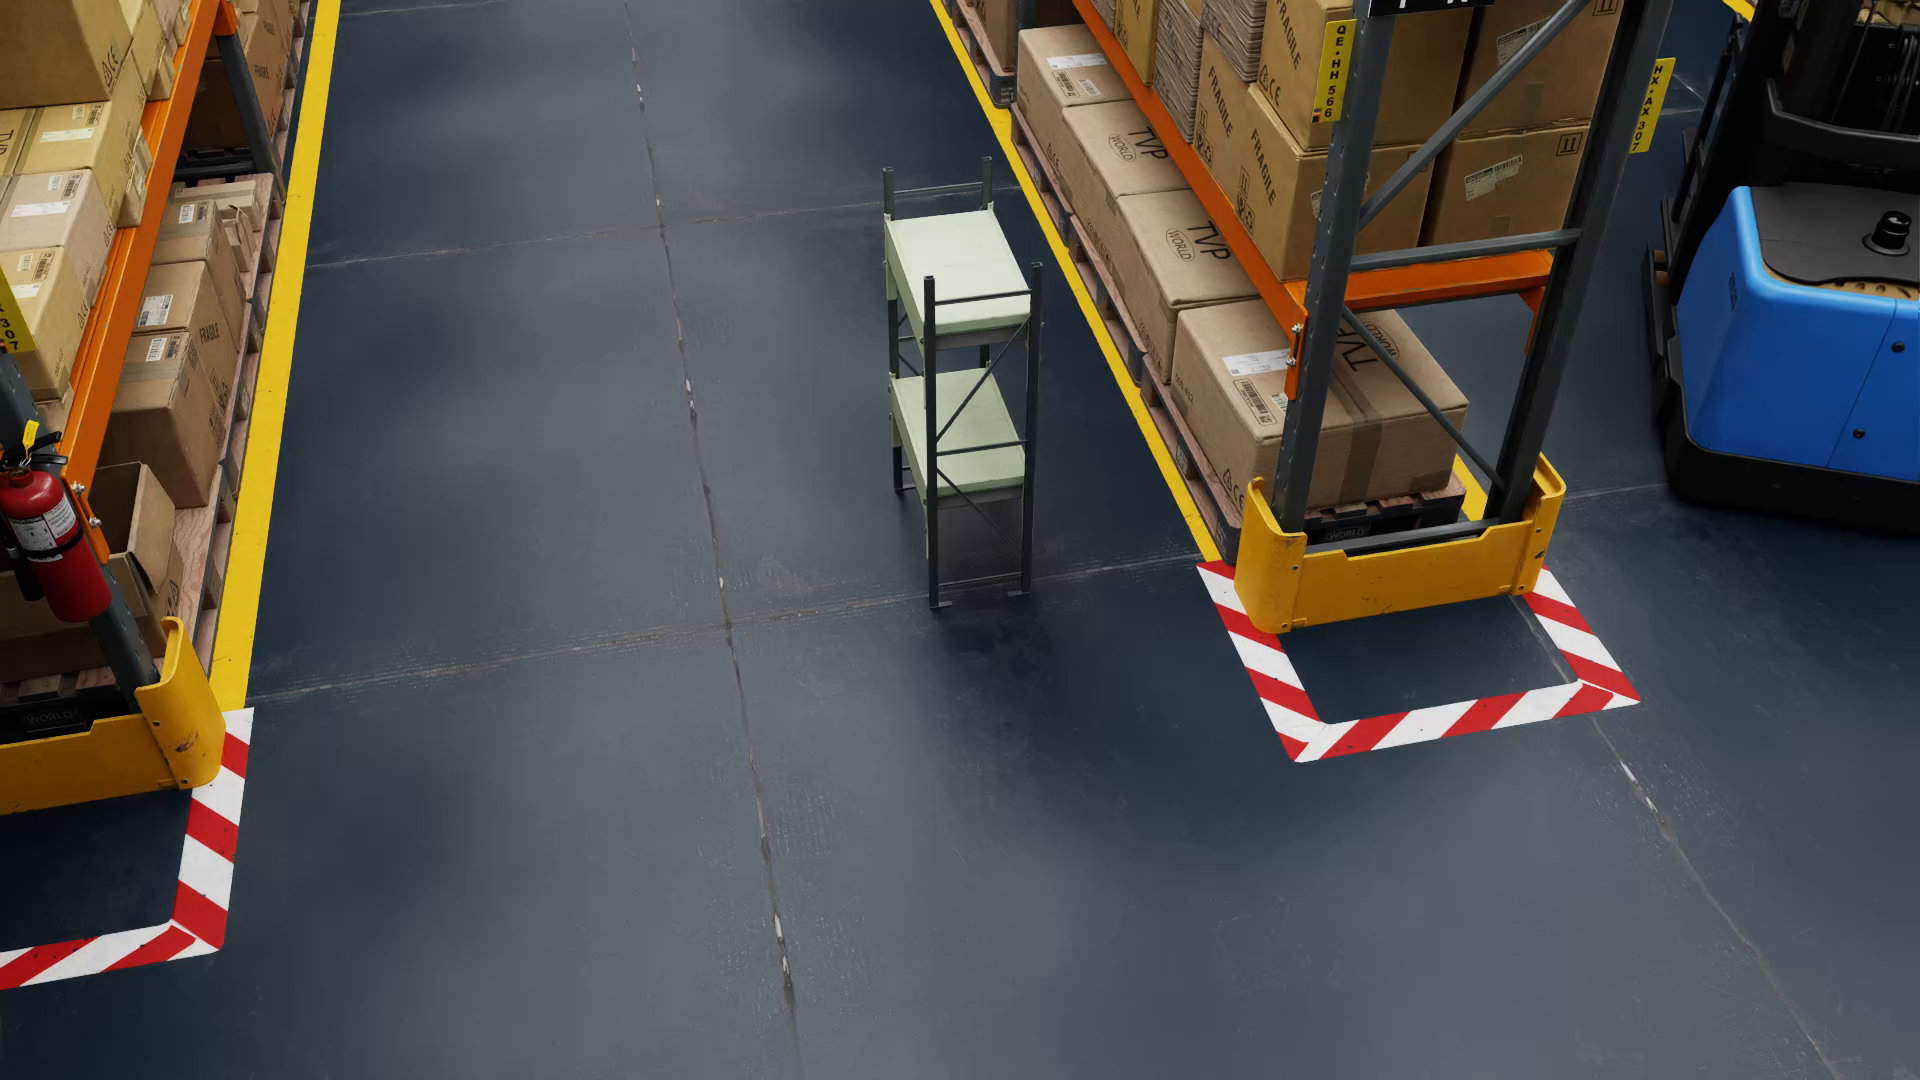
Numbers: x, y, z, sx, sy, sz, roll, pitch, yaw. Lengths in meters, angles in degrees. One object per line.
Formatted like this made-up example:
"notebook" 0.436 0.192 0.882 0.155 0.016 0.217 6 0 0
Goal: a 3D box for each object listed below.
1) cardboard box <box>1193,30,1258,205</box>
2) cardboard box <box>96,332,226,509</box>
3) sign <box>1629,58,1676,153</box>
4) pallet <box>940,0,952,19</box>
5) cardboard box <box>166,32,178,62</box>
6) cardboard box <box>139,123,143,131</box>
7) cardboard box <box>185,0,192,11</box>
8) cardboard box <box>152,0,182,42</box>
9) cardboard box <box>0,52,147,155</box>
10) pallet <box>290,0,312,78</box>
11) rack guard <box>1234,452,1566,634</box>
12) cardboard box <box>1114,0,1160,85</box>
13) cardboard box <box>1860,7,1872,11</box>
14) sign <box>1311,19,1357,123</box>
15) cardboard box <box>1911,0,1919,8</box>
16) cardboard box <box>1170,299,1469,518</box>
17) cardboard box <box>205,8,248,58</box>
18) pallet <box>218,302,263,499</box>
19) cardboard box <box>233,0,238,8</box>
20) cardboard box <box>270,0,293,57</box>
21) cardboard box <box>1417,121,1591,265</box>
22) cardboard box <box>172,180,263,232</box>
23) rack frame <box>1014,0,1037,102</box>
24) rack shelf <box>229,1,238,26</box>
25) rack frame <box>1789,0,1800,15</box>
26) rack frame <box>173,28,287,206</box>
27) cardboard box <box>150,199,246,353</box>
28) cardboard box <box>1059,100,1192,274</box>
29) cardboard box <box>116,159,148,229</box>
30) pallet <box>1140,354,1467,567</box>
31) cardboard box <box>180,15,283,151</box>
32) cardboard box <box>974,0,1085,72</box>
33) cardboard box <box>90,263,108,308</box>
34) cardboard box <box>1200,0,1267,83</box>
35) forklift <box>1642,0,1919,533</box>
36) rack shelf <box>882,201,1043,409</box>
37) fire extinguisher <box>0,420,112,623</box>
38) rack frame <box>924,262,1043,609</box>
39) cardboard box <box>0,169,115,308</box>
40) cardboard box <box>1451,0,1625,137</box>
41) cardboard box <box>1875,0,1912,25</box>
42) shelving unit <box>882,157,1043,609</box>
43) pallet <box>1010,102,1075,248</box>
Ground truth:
"cardboard box" 1.211 -1.603 6.222 0.500 0.500 0.500 -9 42 -10
"cardboard box" -3.364 -0.442 6.555 0.700 0.500 0.500 -7 42 -8
"sign" 2.211 -1.393 5.348 0.100 0.325 0.005 -8 42 -9
"pallet" 0.297 -3.796 10.867 1.003 0.211 1.213 -8 42 -9
"cardboard box" -3.539 -2.074 7.016 0.380 0.149 0.250 -7 42 -8
"cardboard box" -3.411 -1.576 6.455 0.380 0.149 0.250 -8 42 -9
"cardboard box" -3.649 -2.413 7.398 0.380 0.149 0.250 -7 42 -8
"cardboard box" -3.571 -2.280 6.948 0.500 0.250 0.500 -8 42 -9
"cardboard box" -3.366 -1.621 6.206 0.500 0.250 0.500 -9 42 -10
"pallet" -4.521 -3.114 10.099 1.003 0.211 1.213 -8 42 -9
"rack guard" 1.673 -0.013 6.389 1.175 0.500 0.348 -8 42 -9
"cardboard box" 0.967 -2.268 6.971 0.500 0.500 0.500 -7 42 -8
"cardboard box" 5.381 -3.140 9.859 0.380 0.149 0.250 -10 43 -11
"sign" 1.135 -1.417 5.036 0.100 0.325 0.005 -8 42 -9
"cardboard box" 5.592 -3.048 9.307 0.380 0.149 0.250 -9 42 -10
"cardboard box" 1.427 -0.576 6.753 0.875 0.438 0.875 -10 43 -11
"cardboard box" -3.859 -2.578 8.473 0.380 0.149 0.250 -6 42 -7
"pallet" -3.628 -0.562 7.225 1.003 0.211 1.213 -8 42 -9
"cardboard box" -4.061 -2.912 8.849 0.380 0.149 0.250 -10 43 -12
"cardboard box" -4.154 -3.079 9.526 0.500 0.500 0.500 -10 42 -11
"cardboard box" 1.844 -1.353 5.940 0.500 0.500 0.500 -9 42 -10
"cardboard box" -3.635 -1.615 8.141 0.380 0.149 0.250 -10 42 -11
"rack frame" 0.804 -3.557 8.497 1.000 3.000 0.127 -8 42 -9
"rack shelf" -4.473 -3.870 9.392 1.077 0.370 4.000 -8 42 -9
"rack frame" 5.616 -4.331 9.370 1.000 3.000 0.127 -8 42 -9
"rack frame" -4.042 -2.843 7.693 1.000 3.000 0.127 -8 42 -9
"cardboard box" -3.588 -1.115 7.313 0.700 0.500 0.500 -10 43 -11
"cardboard box" 1.029 -1.753 8.079 0.875 0.438 0.875 -10 42 -11
"cardboard box" -3.211 -1.251 6.089 0.380 0.149 0.250 -9 42 -11
"pallet" 1.418 -0.428 7.073 1.003 0.211 1.213 -8 42 -9
"cardboard box" -3.926 -2.411 8.773 0.500 0.500 0.500 -7 42 -7
"cardboard box" 0.592 -3.310 9.503 0.875 0.875 0.875 -7 42 -8
"cardboard box" -3.167 -0.905 5.699 0.380 0.149 0.250 -7 42 -8
"cardboard box" 1.189 -1.988 5.902 0.500 0.500 0.500 -8 42 -9
"forklift" 3.824 -2.113 6.922 1.130 2.935 3.031 10 43 11
"rack shelf" -0.001 -0.857 5.998 0.431 0.370 0.720 -8 42 -9
"fire extinguisher" -2.695 -0.053 4.889 0.296 0.674 0.183 -8 42 -9
"rack frame" 0.078 -0.328 5.990 0.400 1.500 0.023 -8 42 -9
"cardboard box" -3.122 -0.965 5.466 0.500 0.250 0.500 -8 42 -9
"cardboard box" 1.842 -1.727 5.608 0.500 0.500 0.500 -9 42 -10
"cardboard box" 5.524 -3.102 9.592 0.380 0.149 0.250 -8 42 -9
"shelving unit" -0.001 -0.565 6.257 0.431 1.500 0.755 -8 42 -9
"pallet" 0.892 -2.010 8.855 1.003 0.211 1.213 -8 42 -9
